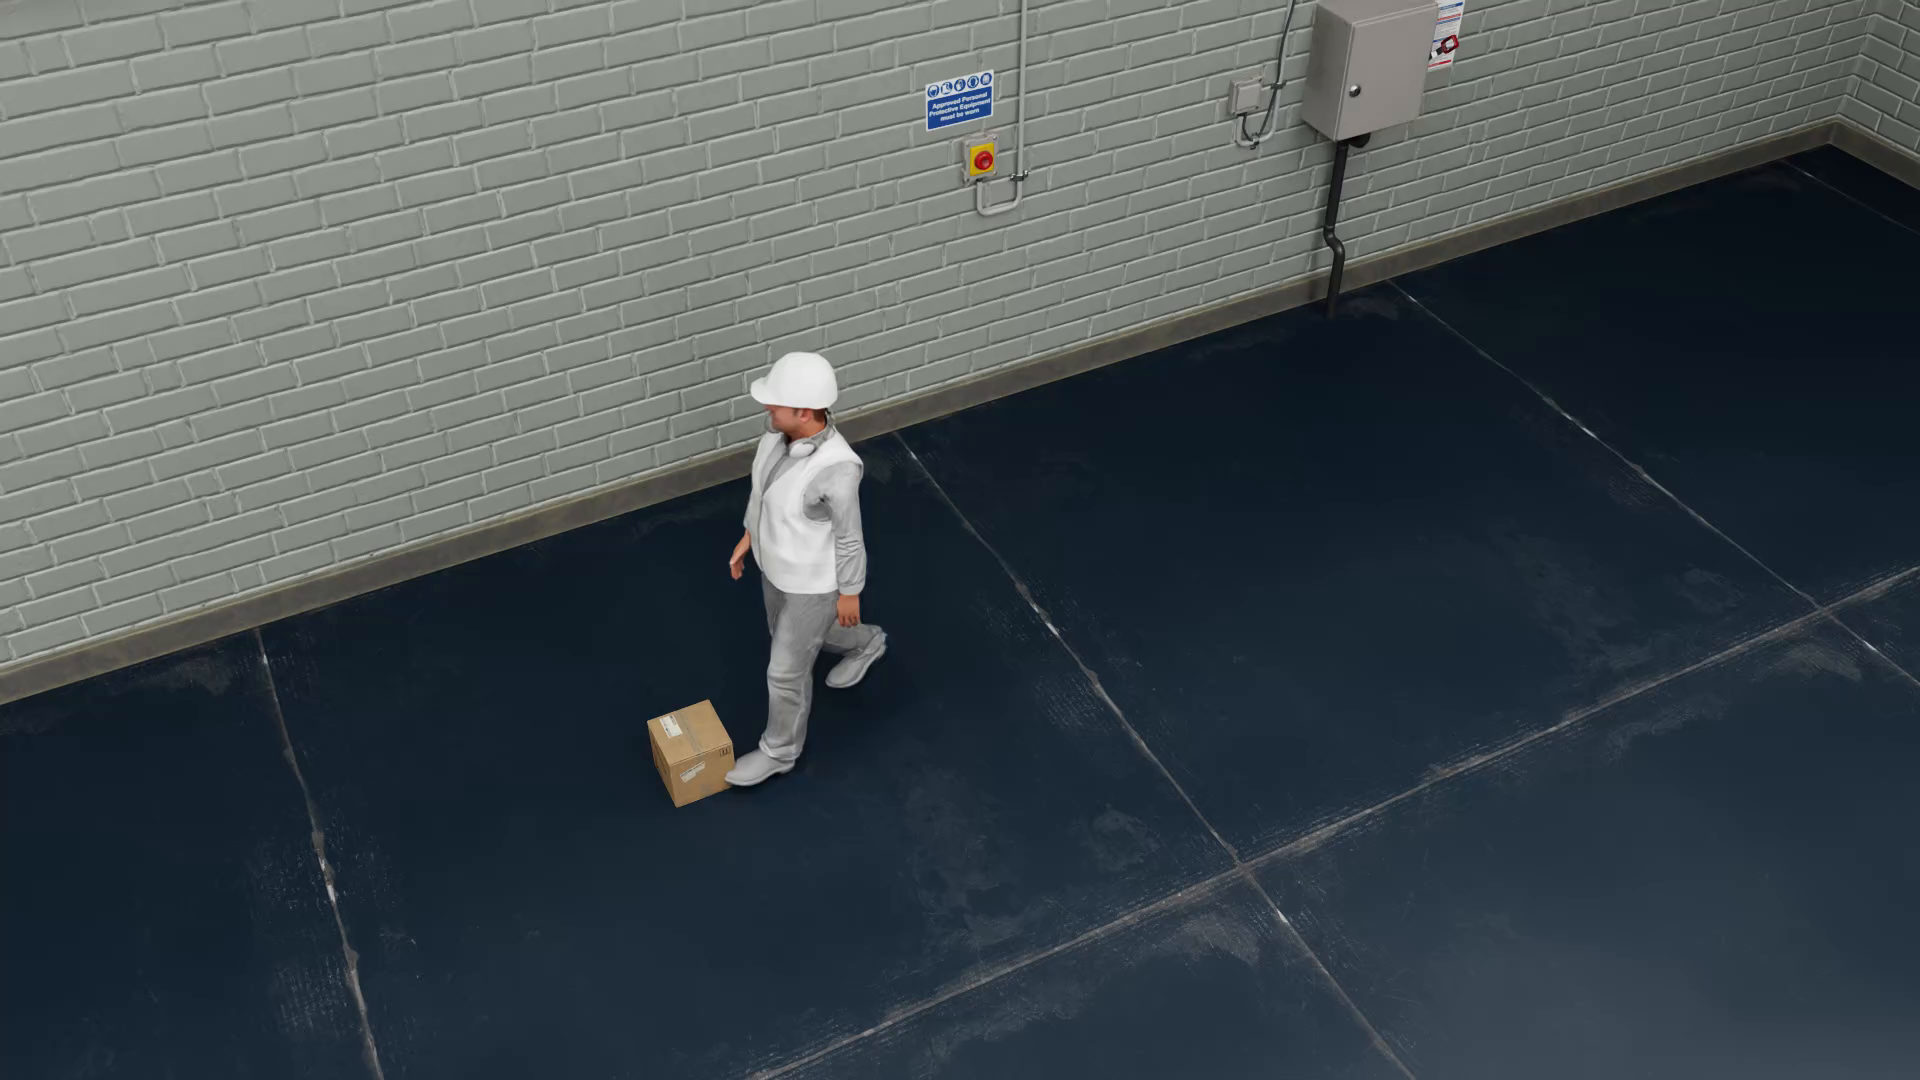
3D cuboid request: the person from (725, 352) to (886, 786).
[{"bbox_3d":[-0.607,0.083,6.056,0.844,1.747,0.549,-22,46,-23],"label":"person"}]
